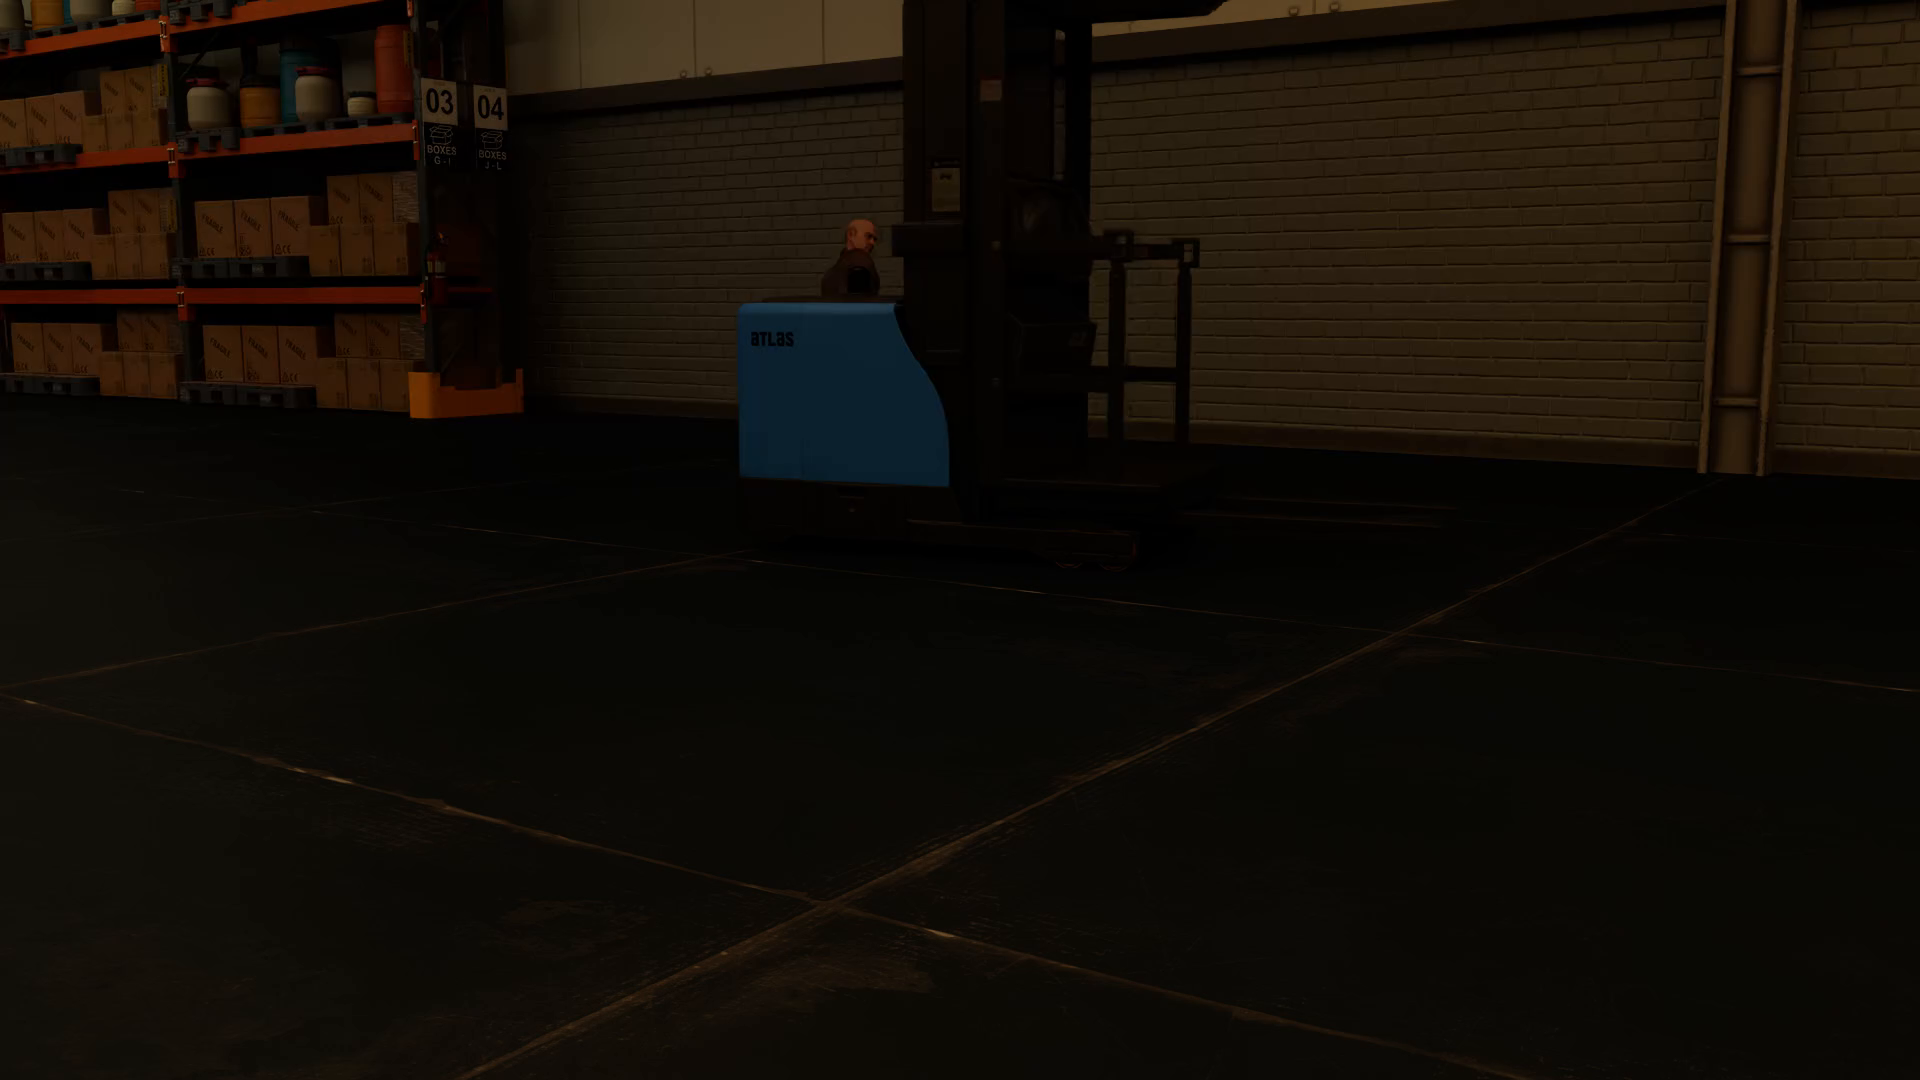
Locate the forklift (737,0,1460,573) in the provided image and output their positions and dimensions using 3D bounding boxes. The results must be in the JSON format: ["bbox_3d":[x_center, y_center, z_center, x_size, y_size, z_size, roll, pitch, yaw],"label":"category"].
[{"bbox_3d":[0.571,-1.405,7.073,3.031,2.935,1.130,3,9,23],"label":"forklift"}]

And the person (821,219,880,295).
[{"bbox_3d":[-0.508,-1.177,10.292,0.804,1.605,0.829,7,10,39],"label":"person"}]
